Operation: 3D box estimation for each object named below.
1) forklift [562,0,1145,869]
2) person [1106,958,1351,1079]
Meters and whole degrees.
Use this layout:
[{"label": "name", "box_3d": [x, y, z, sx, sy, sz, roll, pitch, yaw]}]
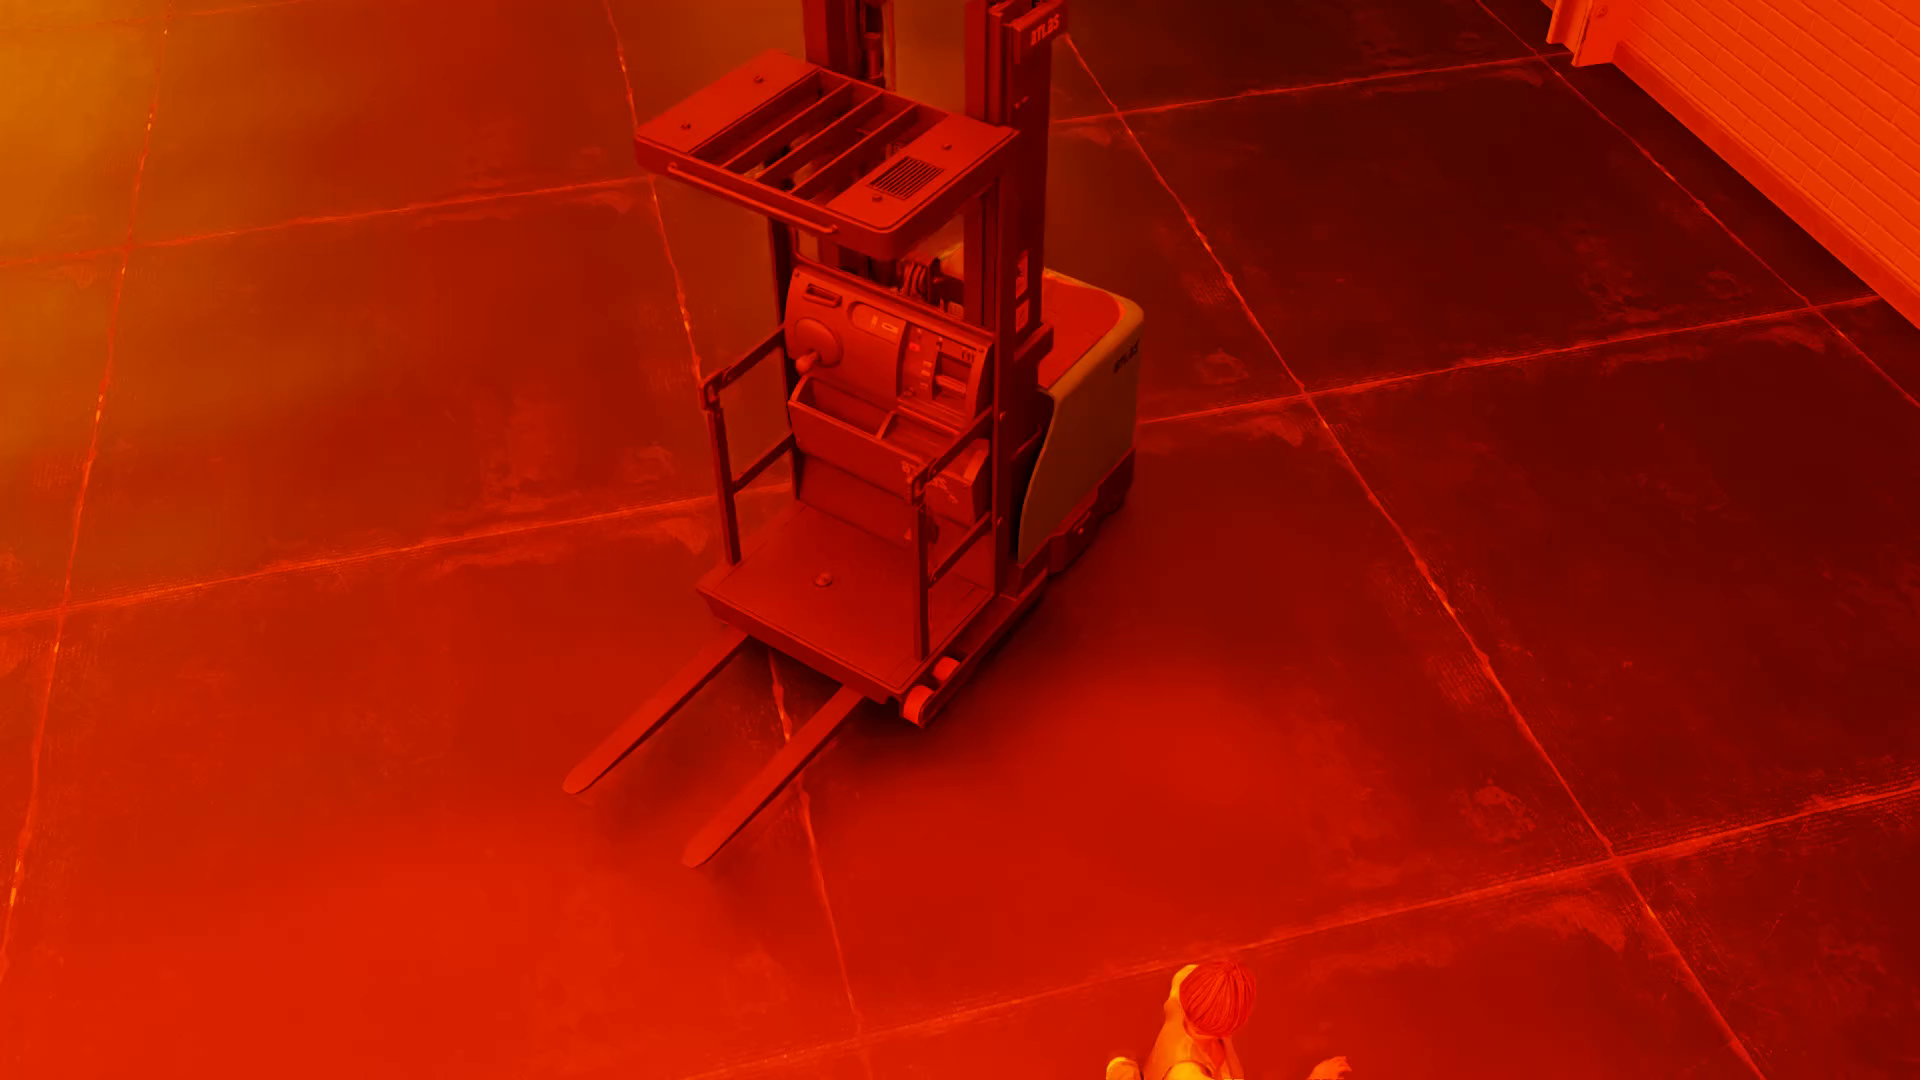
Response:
[{"label": "forklift", "box_3d": [-0.414, -0.670, 6.355, 1.130, 2.935, 3.031, 25, 49, 24]}, {"label": "person", "box_3d": [0.747, 1.696, 5.053, 0.650, 1.361, 0.871, -25, 49, -24]}]
